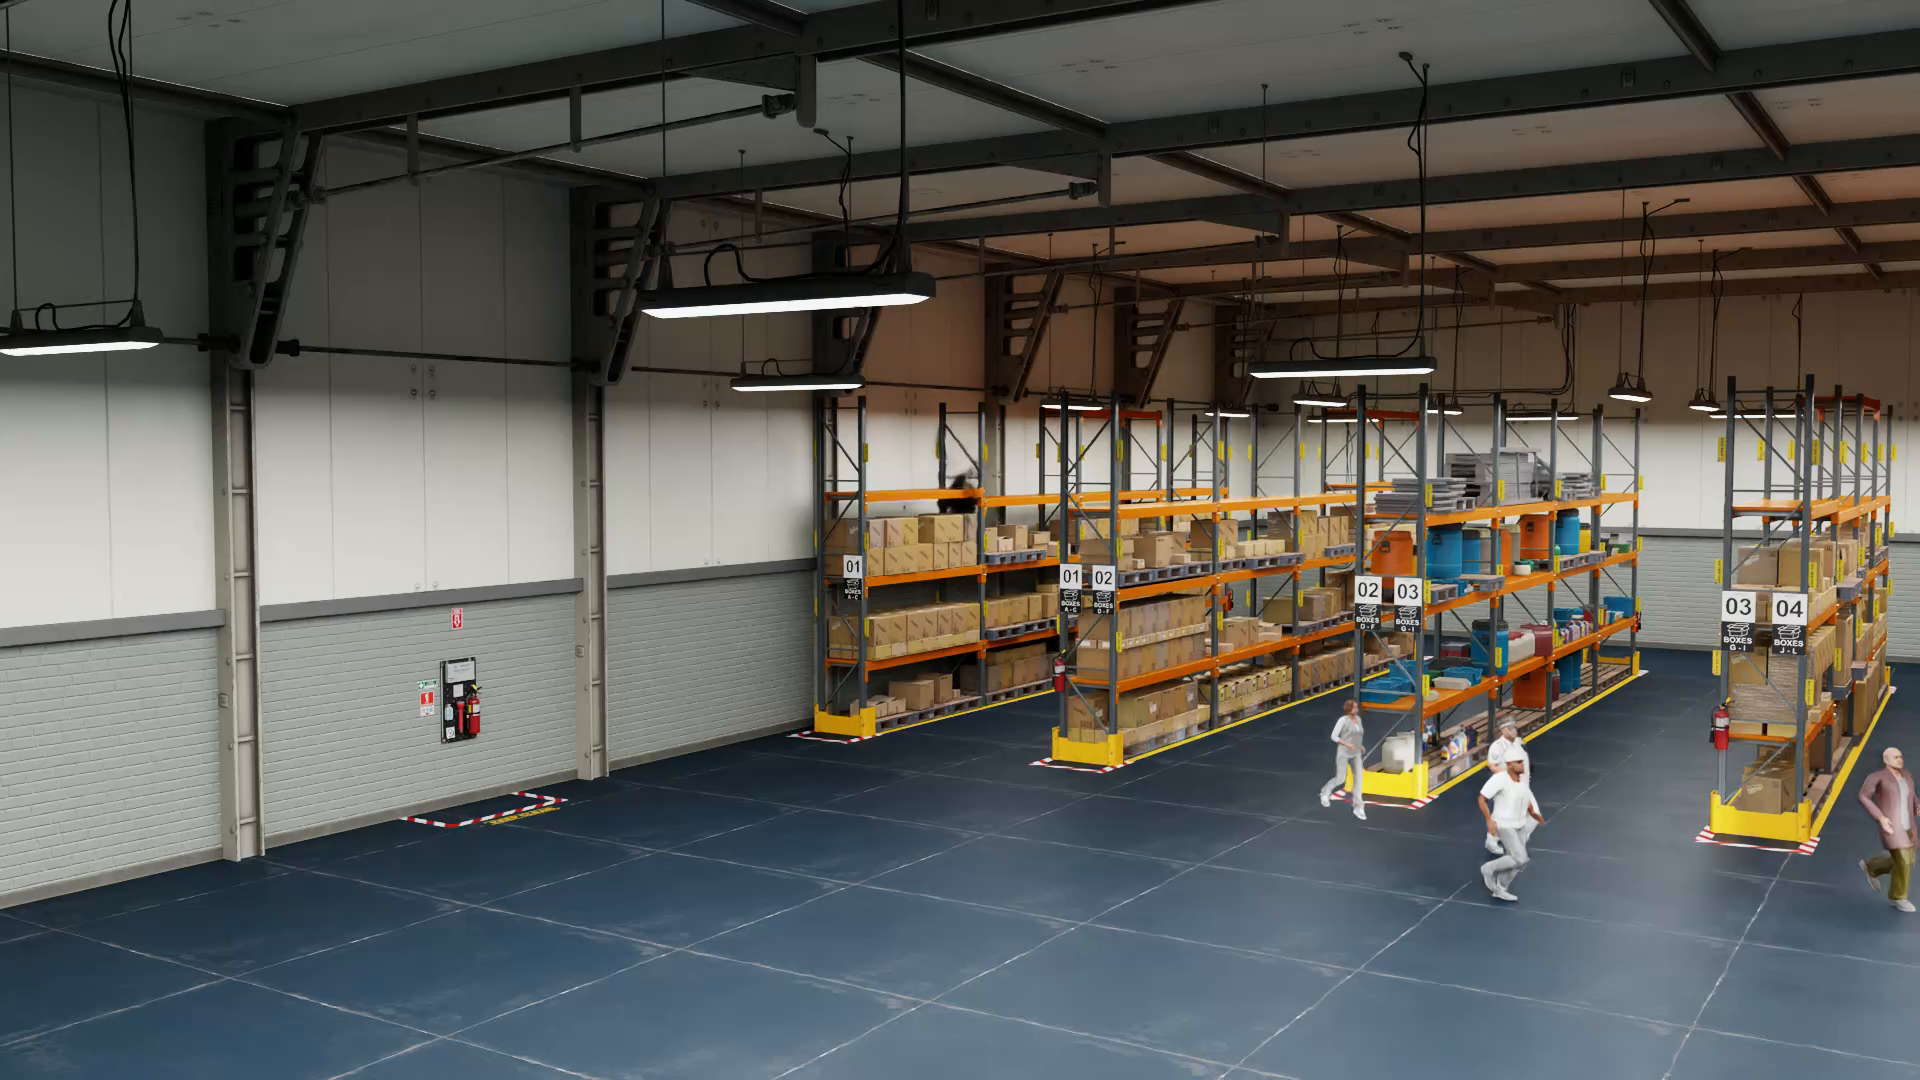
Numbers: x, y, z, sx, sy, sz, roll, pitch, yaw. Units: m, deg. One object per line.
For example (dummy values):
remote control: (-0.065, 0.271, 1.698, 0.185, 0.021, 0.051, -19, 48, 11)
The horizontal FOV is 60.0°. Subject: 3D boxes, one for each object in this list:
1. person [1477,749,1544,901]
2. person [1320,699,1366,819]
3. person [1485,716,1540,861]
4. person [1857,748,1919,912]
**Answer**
person: (6.139, 3.172, 18.494, 0.695, 1.712, 0.620, -2, 4, -34)
person: (5.380, 2.999, 22.954, 0.582, 1.559, 0.908, -1, 3, -26)
person: (6.805, 3.068, 20.511, 0.656, 1.806, 0.737, -1, 3, -22)
person: (10.306, 3.169, 18.419, 0.706, 1.763, 0.761, -1, 3, -16)
